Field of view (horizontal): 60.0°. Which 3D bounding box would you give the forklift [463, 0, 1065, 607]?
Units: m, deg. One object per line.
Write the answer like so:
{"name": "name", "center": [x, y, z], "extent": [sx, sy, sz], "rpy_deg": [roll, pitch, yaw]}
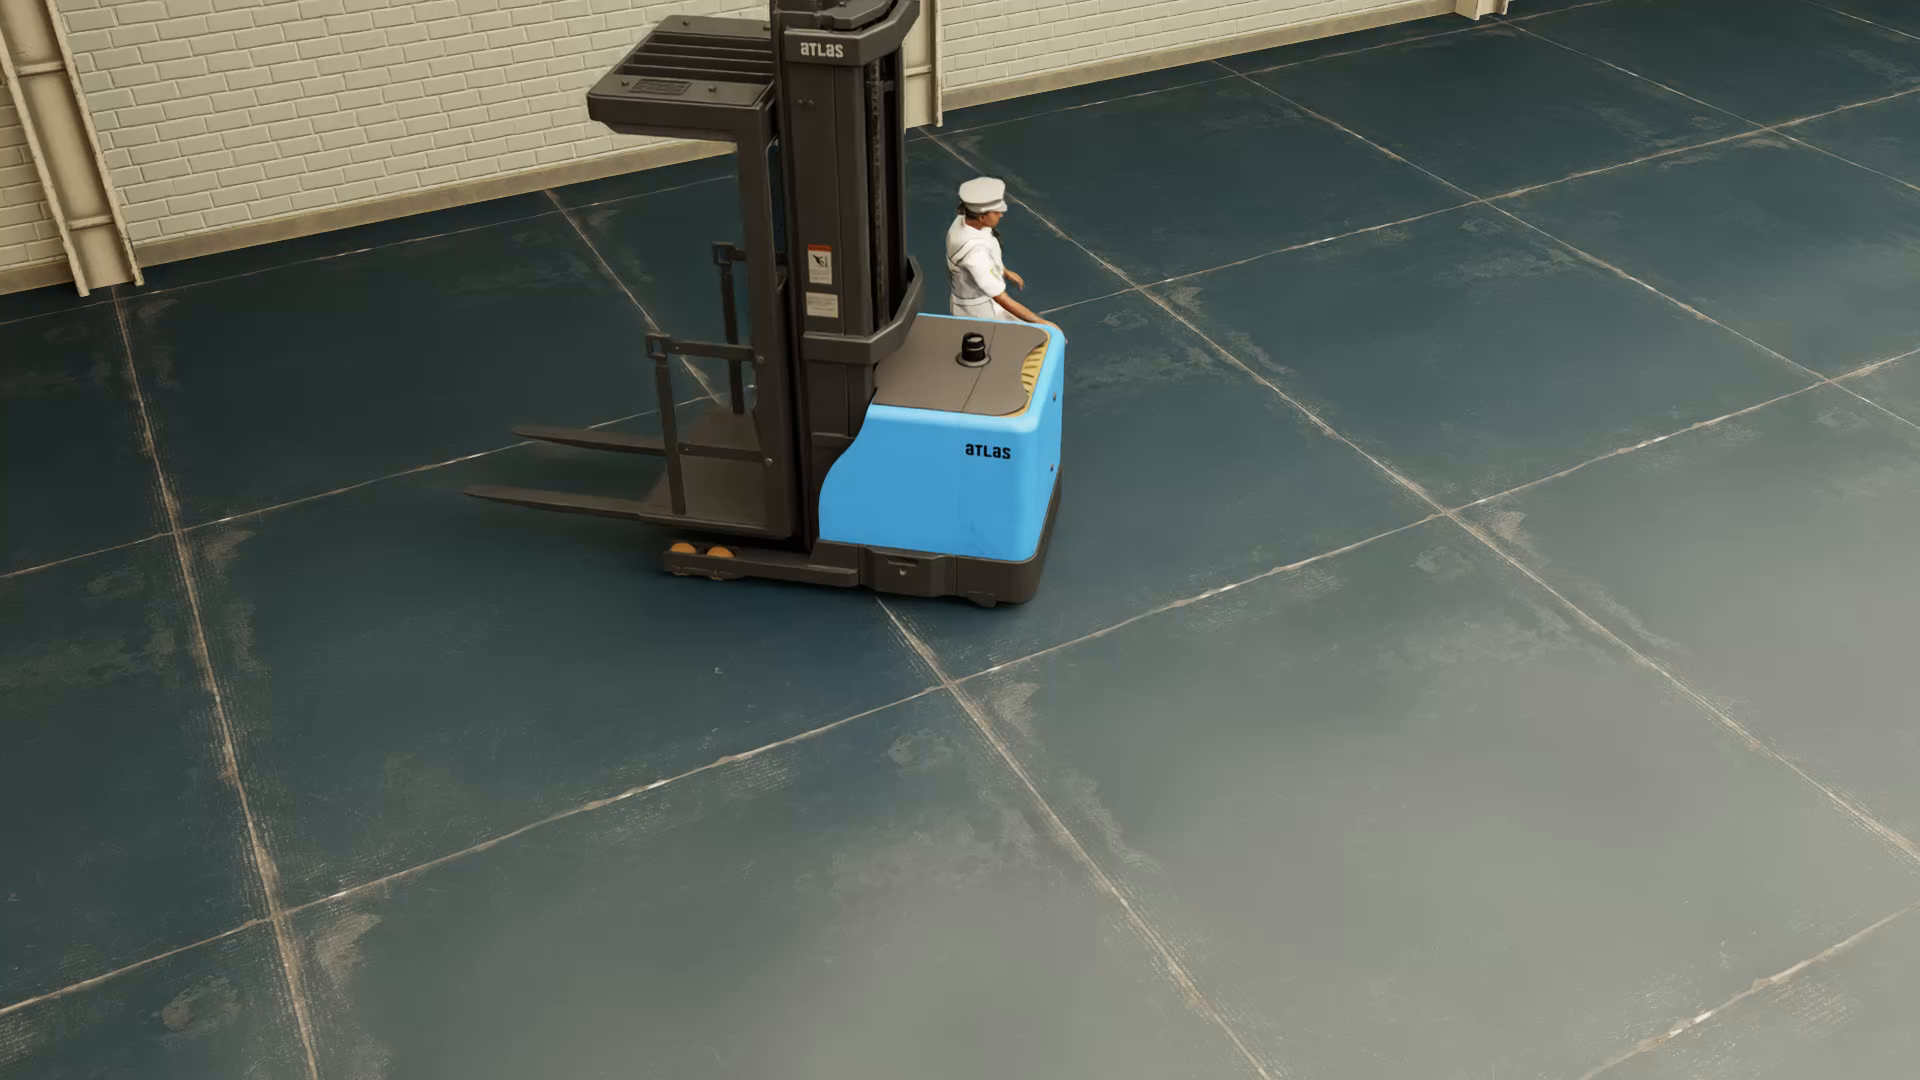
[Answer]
{"name": "forklift", "center": [-1.032, -1.286, 7.942], "extent": [3.031, 2.935, 1.130], "rpy_deg": [6, 36, 9]}

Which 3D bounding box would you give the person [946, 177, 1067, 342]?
{"name": "person", "center": [0.247, -1.237, 9.129], "extent": [0.641, 1.555, 0.726], "rpy_deg": [-1, 35, -1]}
